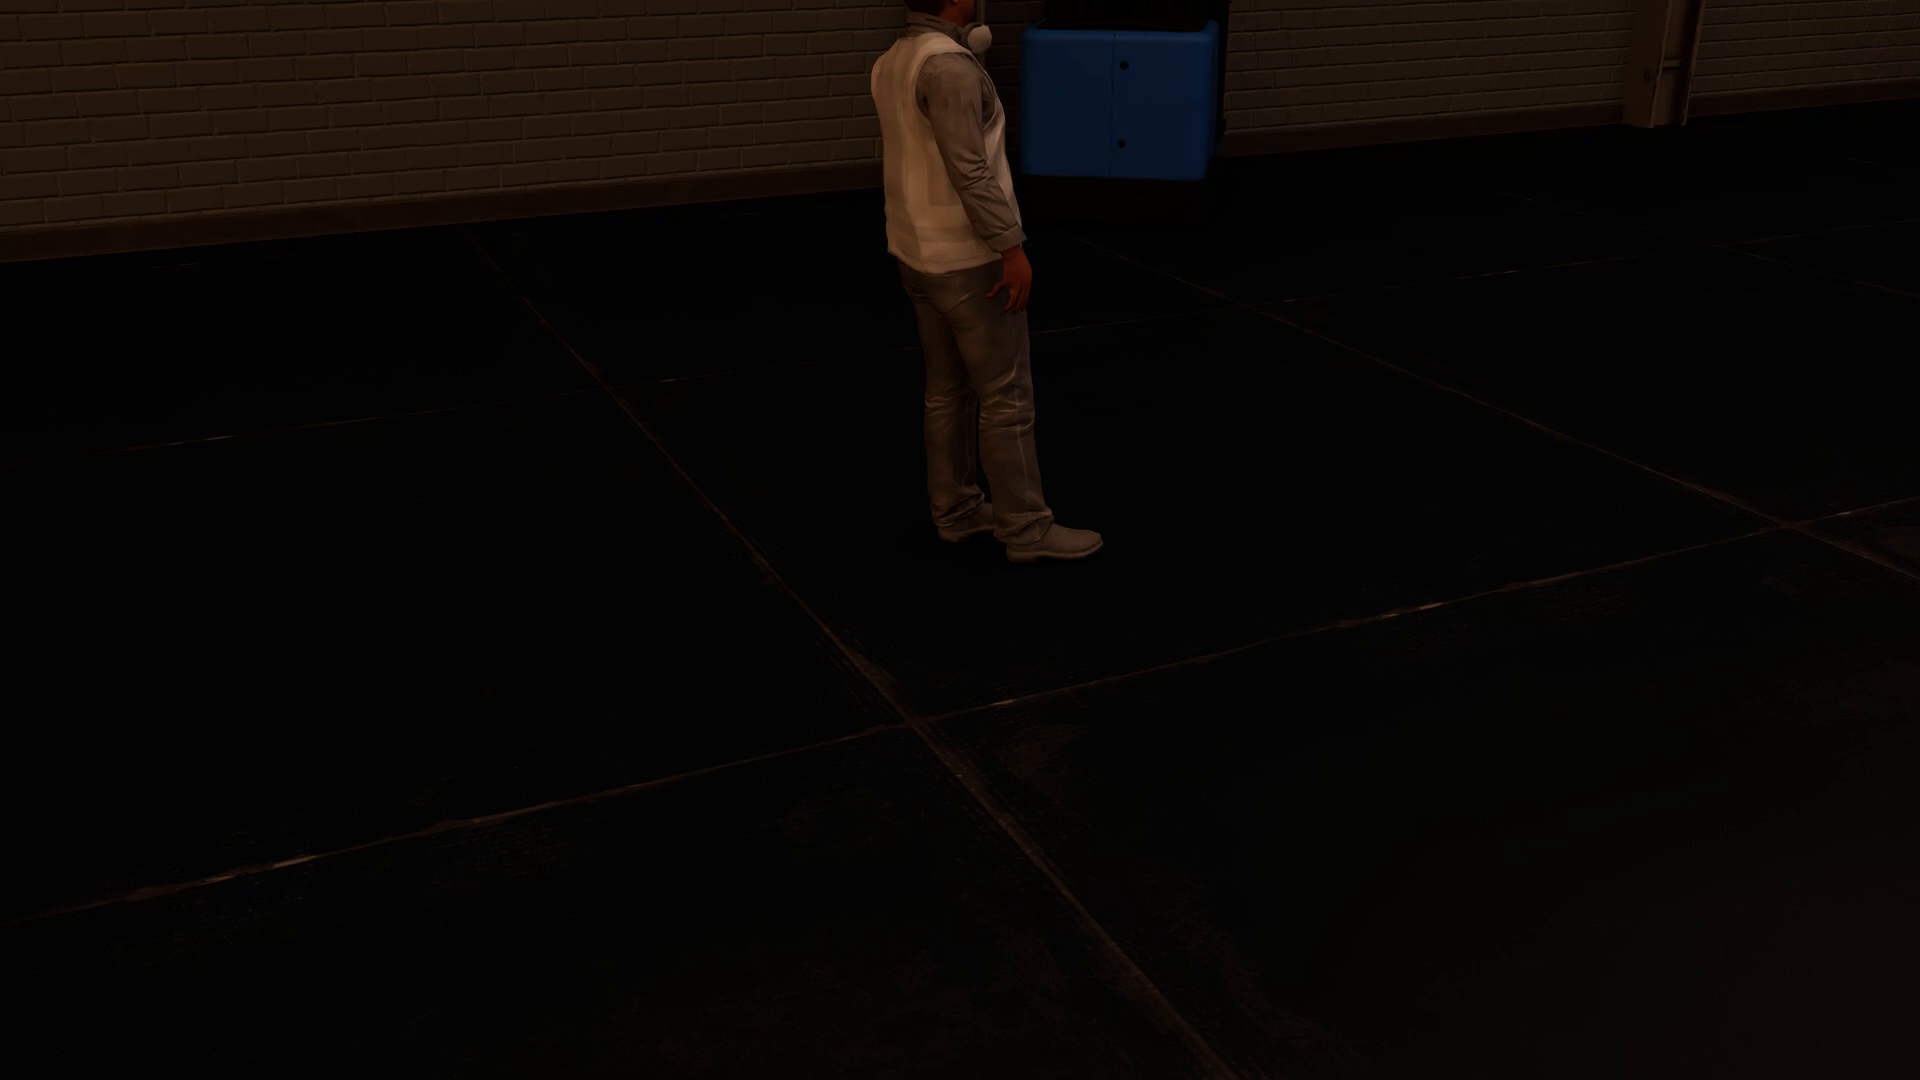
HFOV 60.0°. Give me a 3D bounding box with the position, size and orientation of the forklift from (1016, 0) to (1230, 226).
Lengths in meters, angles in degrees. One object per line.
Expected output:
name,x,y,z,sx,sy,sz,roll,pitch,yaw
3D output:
forklift,1.096,-3.600,9.951,1.130,2.935,3.031,4,23,10

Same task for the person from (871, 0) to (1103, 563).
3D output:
person,0.060,-0.834,4.782,0.566,1.775,0.634,-10,25,-23
